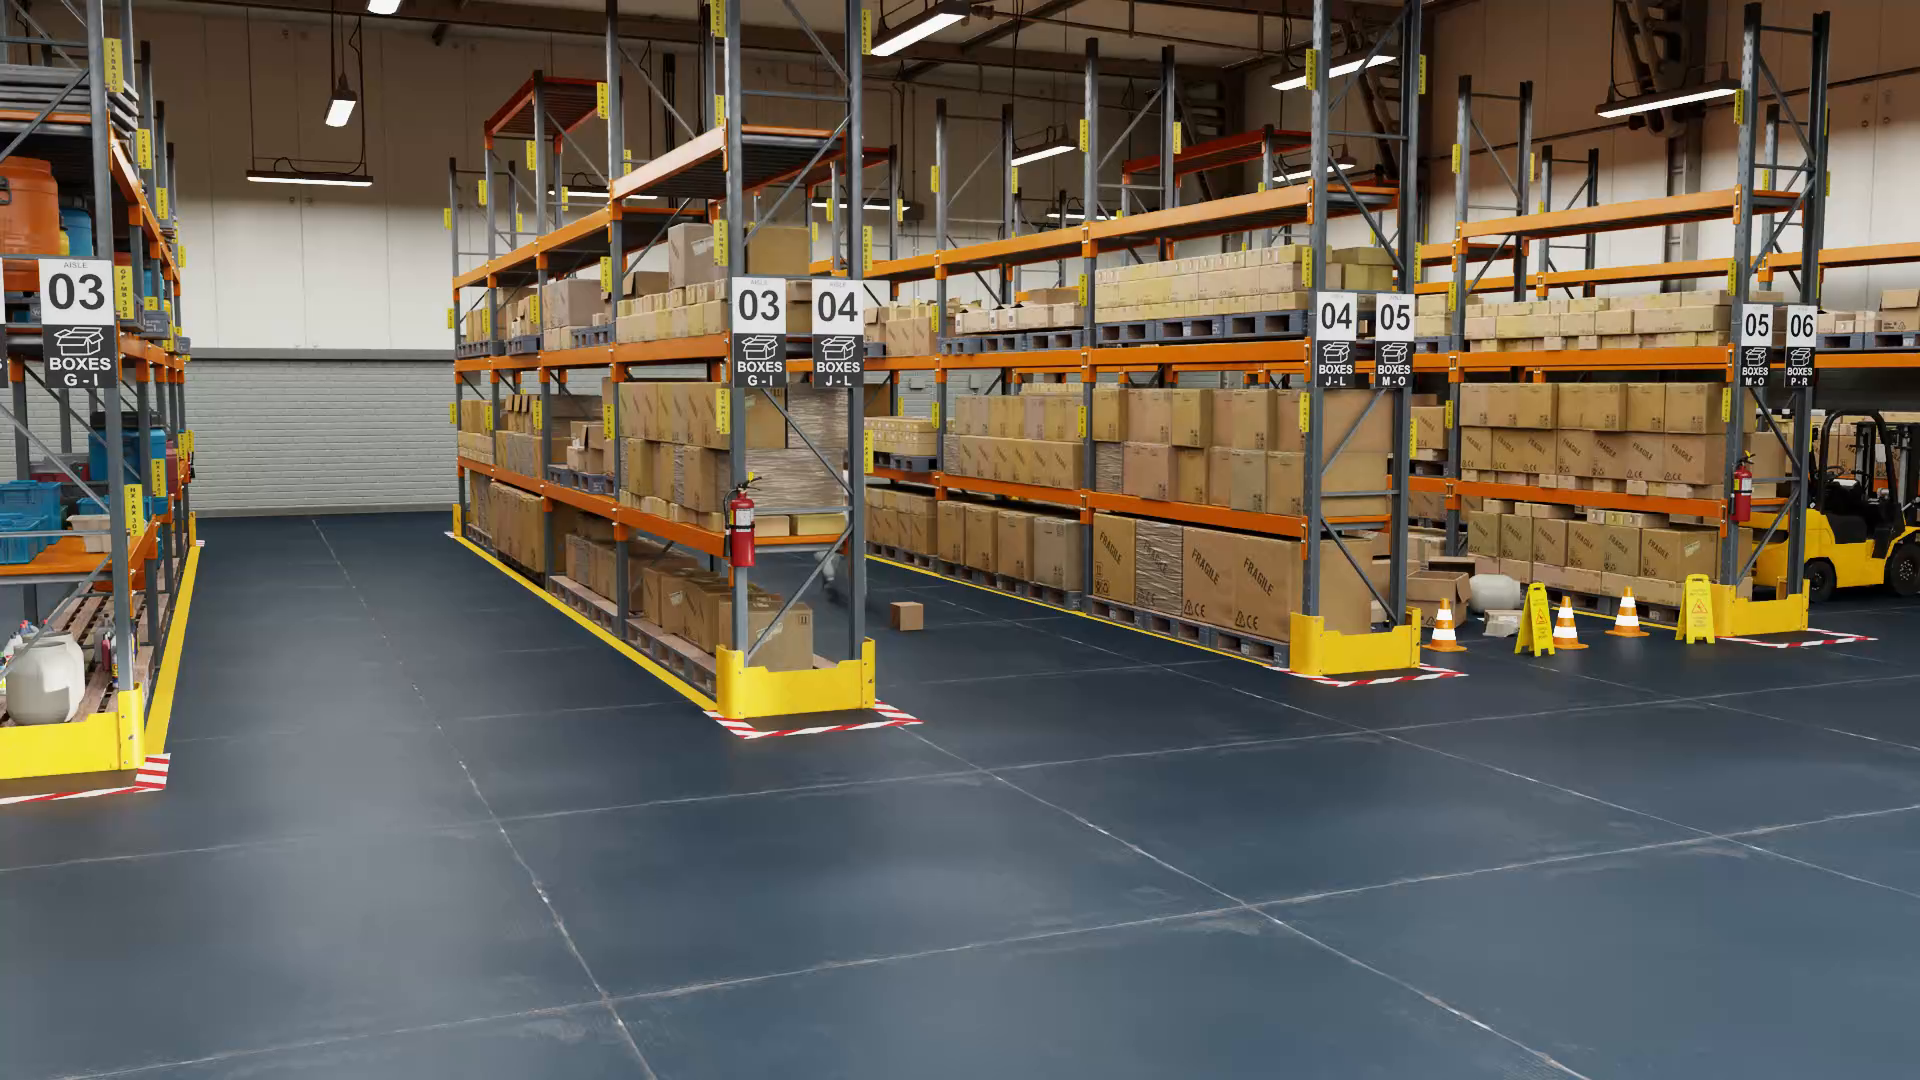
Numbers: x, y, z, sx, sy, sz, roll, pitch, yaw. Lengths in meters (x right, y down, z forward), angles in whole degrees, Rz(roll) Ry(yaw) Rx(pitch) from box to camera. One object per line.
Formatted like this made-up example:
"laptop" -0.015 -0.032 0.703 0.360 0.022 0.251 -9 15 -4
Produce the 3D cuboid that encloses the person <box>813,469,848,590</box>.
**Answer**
"person" -1.536 -0.256 19.253 0.548 1.732 0.951 -2 6 -18
